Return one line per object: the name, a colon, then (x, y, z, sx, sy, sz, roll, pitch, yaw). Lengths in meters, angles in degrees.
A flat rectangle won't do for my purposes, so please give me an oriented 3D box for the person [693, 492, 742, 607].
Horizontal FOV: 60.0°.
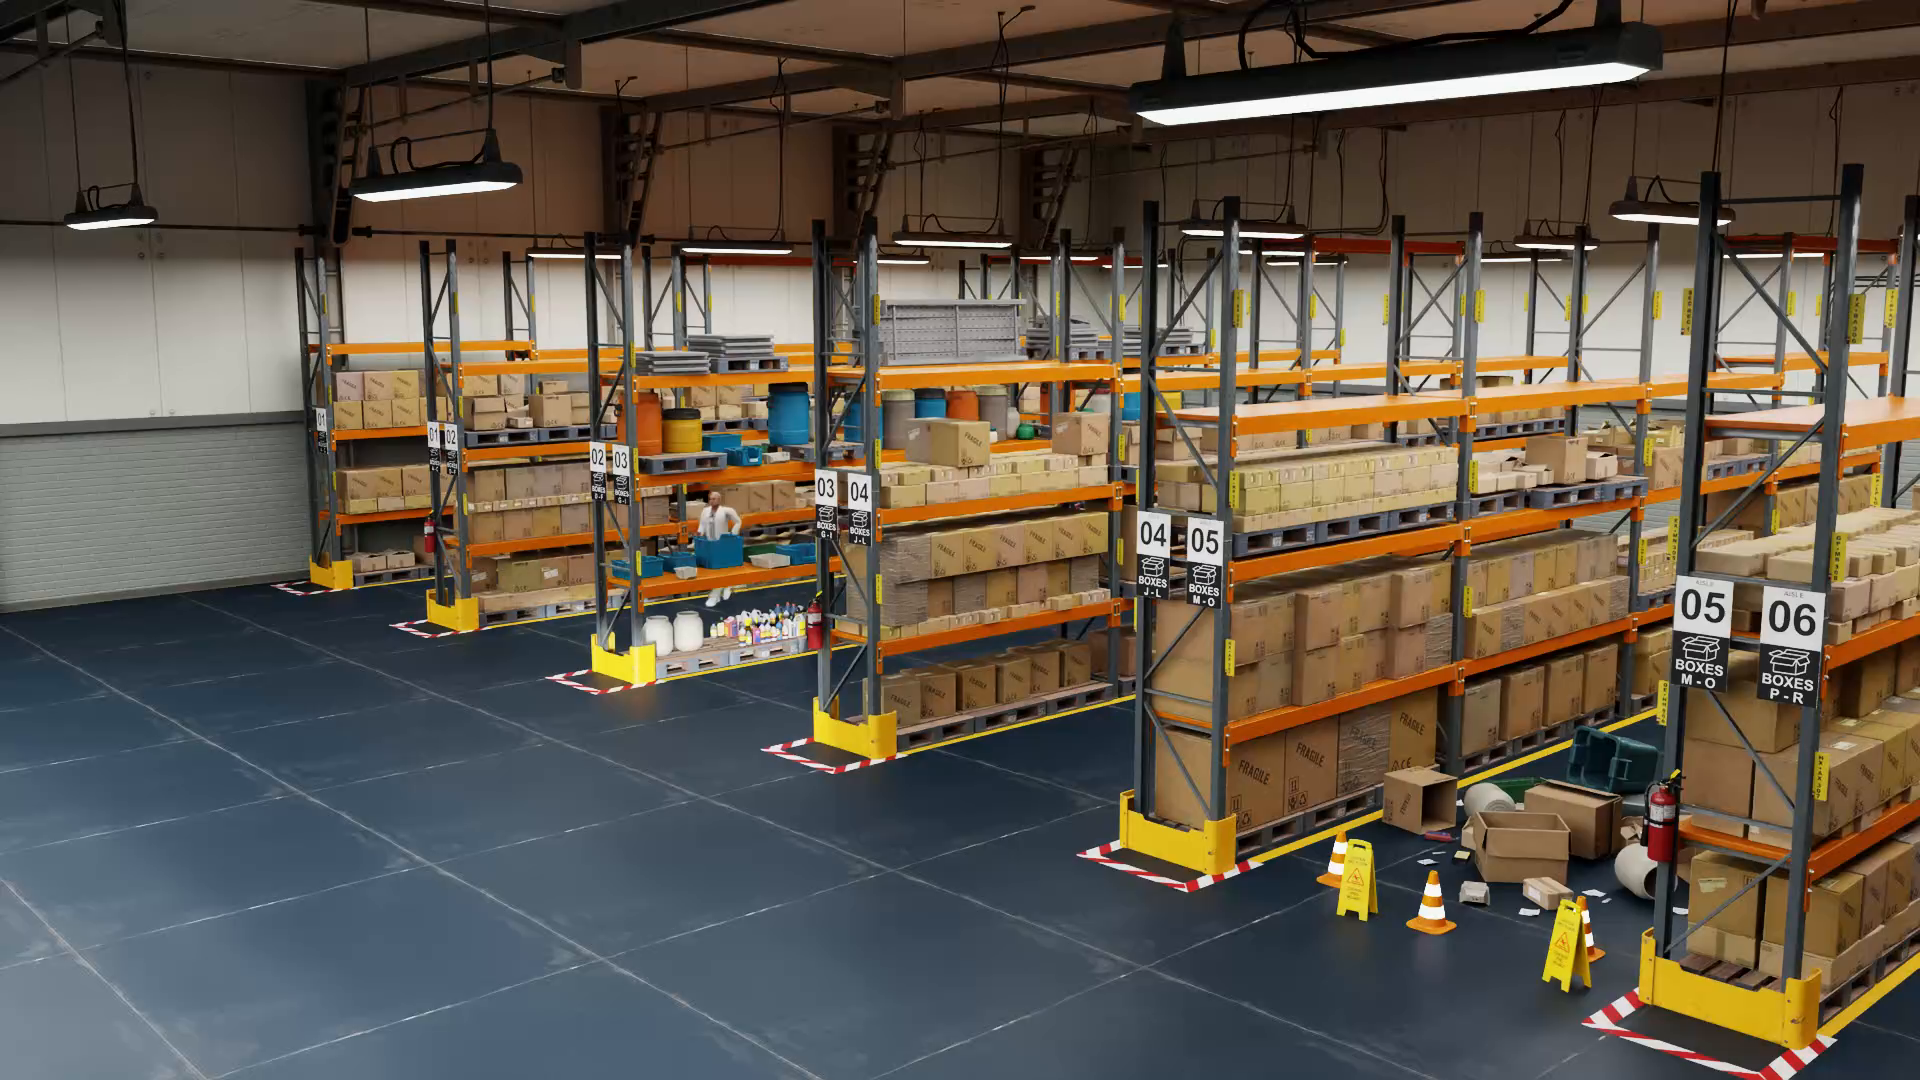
person: (-3.851, 0.114, 26.595, 0.696, 1.794, 0.900, 4, 9, 24)
